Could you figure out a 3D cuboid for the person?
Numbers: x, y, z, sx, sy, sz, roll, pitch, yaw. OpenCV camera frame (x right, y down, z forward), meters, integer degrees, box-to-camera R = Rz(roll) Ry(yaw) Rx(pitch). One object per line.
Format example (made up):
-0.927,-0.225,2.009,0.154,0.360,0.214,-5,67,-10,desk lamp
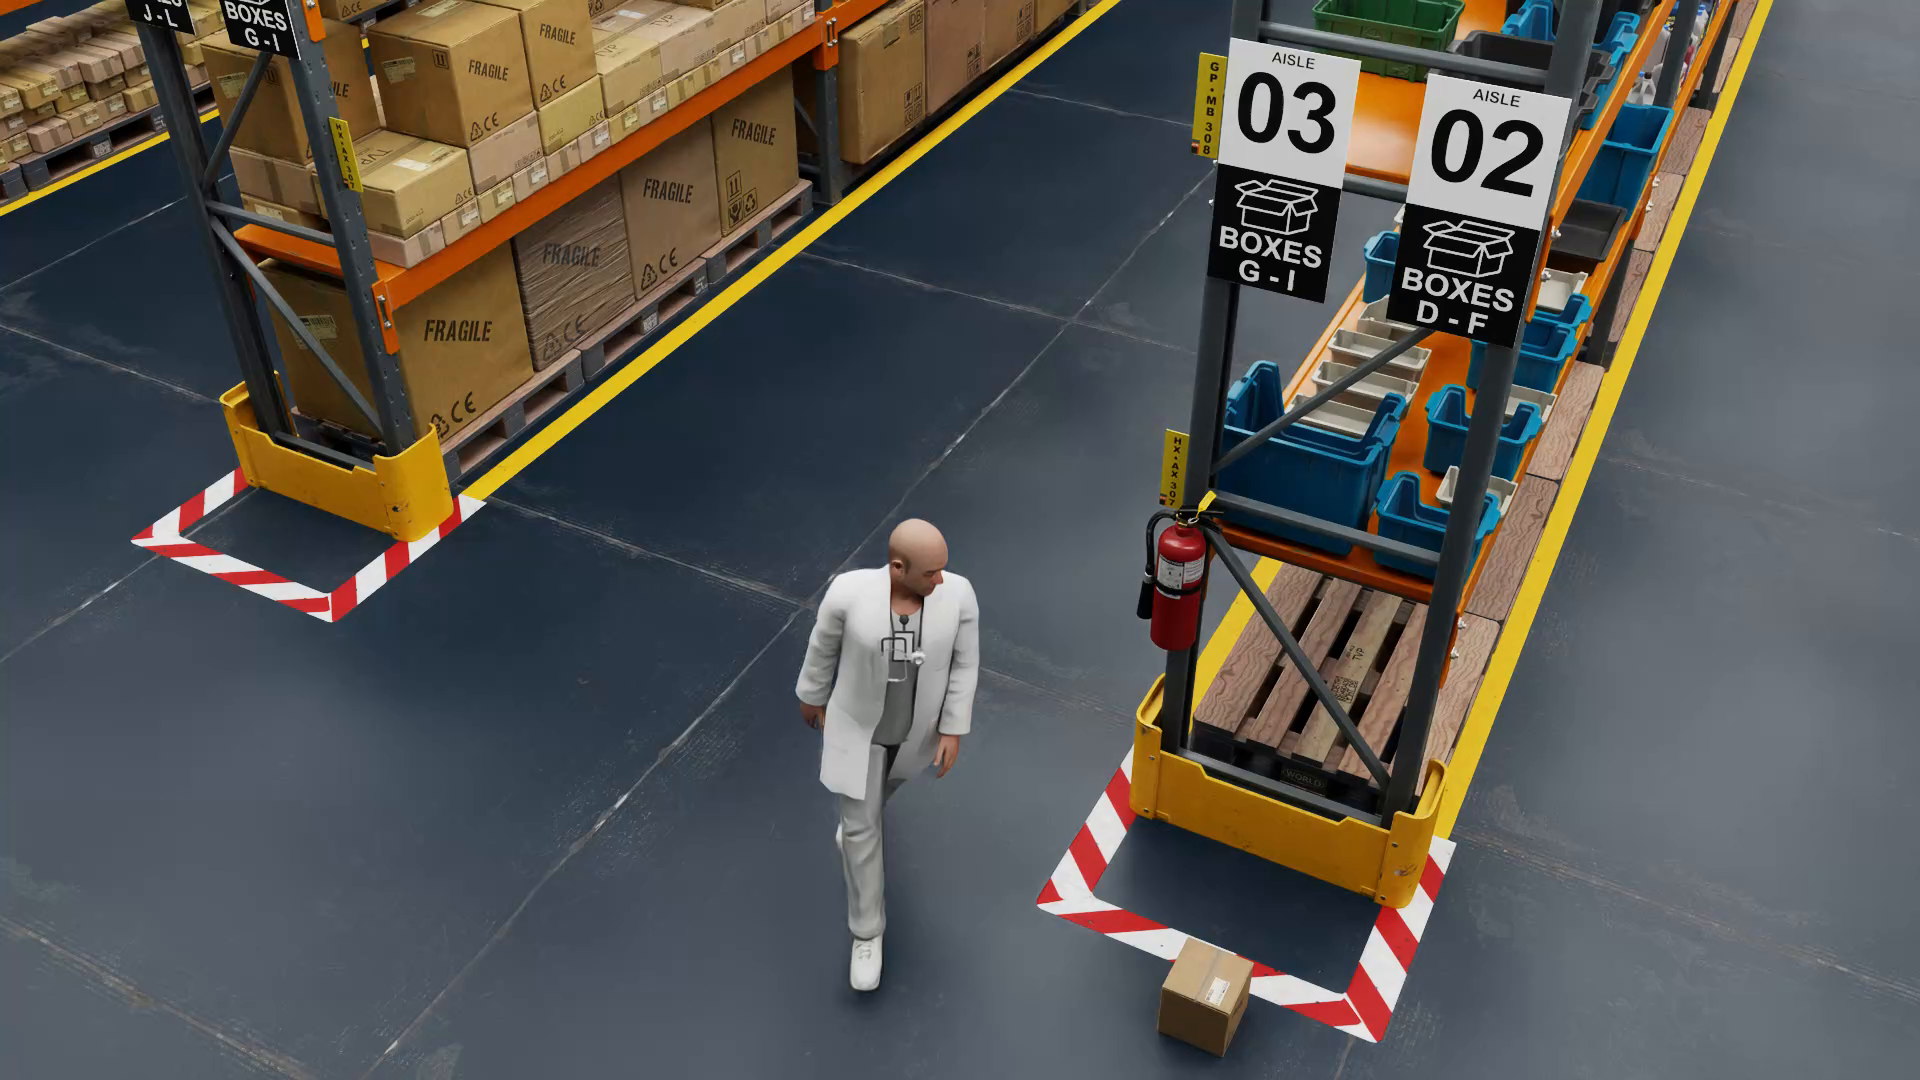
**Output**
-0.234,0.659,5.899,0.641,1.711,1.059,-8,38,-10,person
